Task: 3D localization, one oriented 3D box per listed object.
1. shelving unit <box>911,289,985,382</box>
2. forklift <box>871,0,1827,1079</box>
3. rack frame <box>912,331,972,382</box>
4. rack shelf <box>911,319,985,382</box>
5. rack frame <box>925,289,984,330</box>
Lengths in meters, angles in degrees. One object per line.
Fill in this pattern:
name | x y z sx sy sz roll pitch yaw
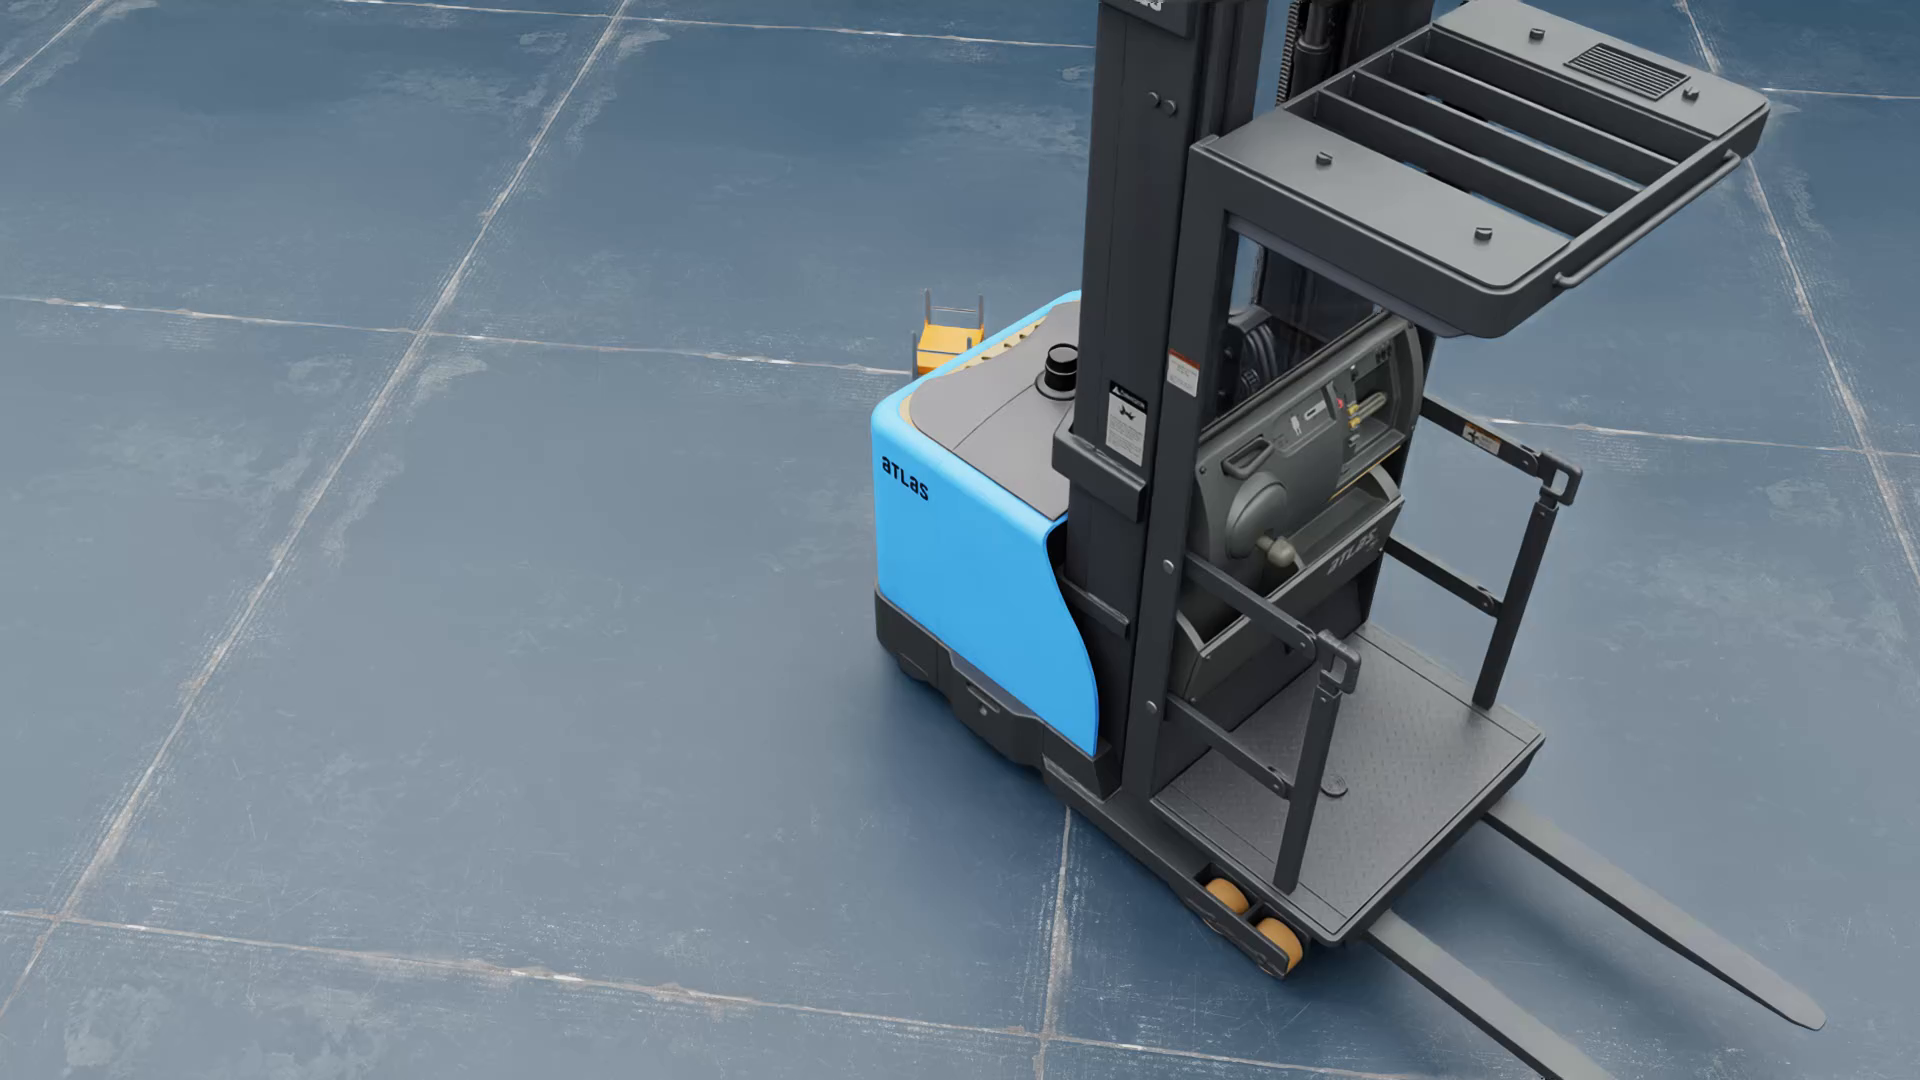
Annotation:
shelving unit | -0.039 -0.372 5.879 0.215 1.050 0.252 7 44 7
forklift | 1.088 -0.190 4.319 1.130 2.935 3.031 -33 53 -30
rack frame | -0.059 -0.289 5.791 0.200 1.050 0.008 7 44 7
rack shelf | -0.039 -0.570 5.691 0.215 0.259 0.240 7 44 7
rack frame | -0.018 -0.454 5.966 0.200 1.050 0.008 7 44 7
